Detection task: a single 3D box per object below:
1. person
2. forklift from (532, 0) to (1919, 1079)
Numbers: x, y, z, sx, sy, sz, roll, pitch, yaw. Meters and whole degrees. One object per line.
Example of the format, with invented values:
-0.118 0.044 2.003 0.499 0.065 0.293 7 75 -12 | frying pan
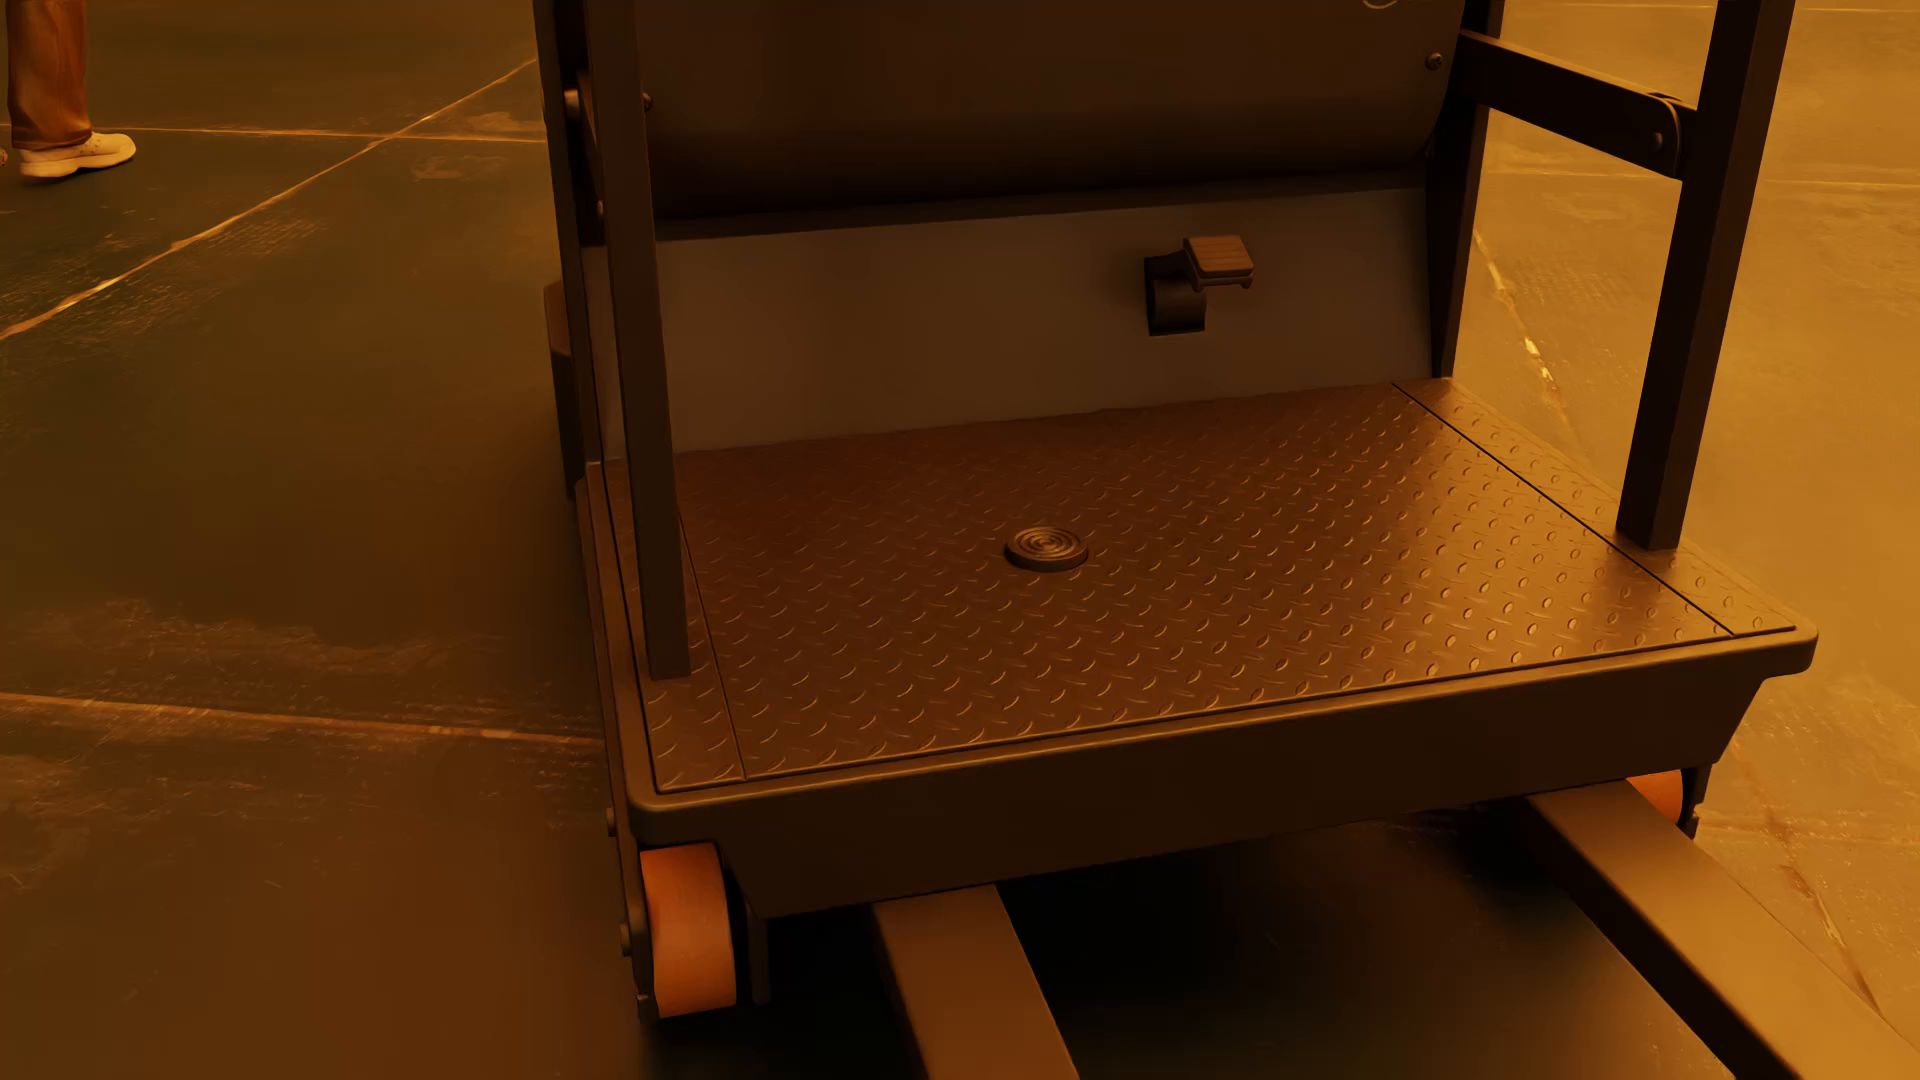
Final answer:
-2.513 -1.748 4.120 0.830 1.729 0.576 12 29 23 | person
0.153 -1.049 1.319 1.130 2.935 3.031 -7 27 -13 | forklift
